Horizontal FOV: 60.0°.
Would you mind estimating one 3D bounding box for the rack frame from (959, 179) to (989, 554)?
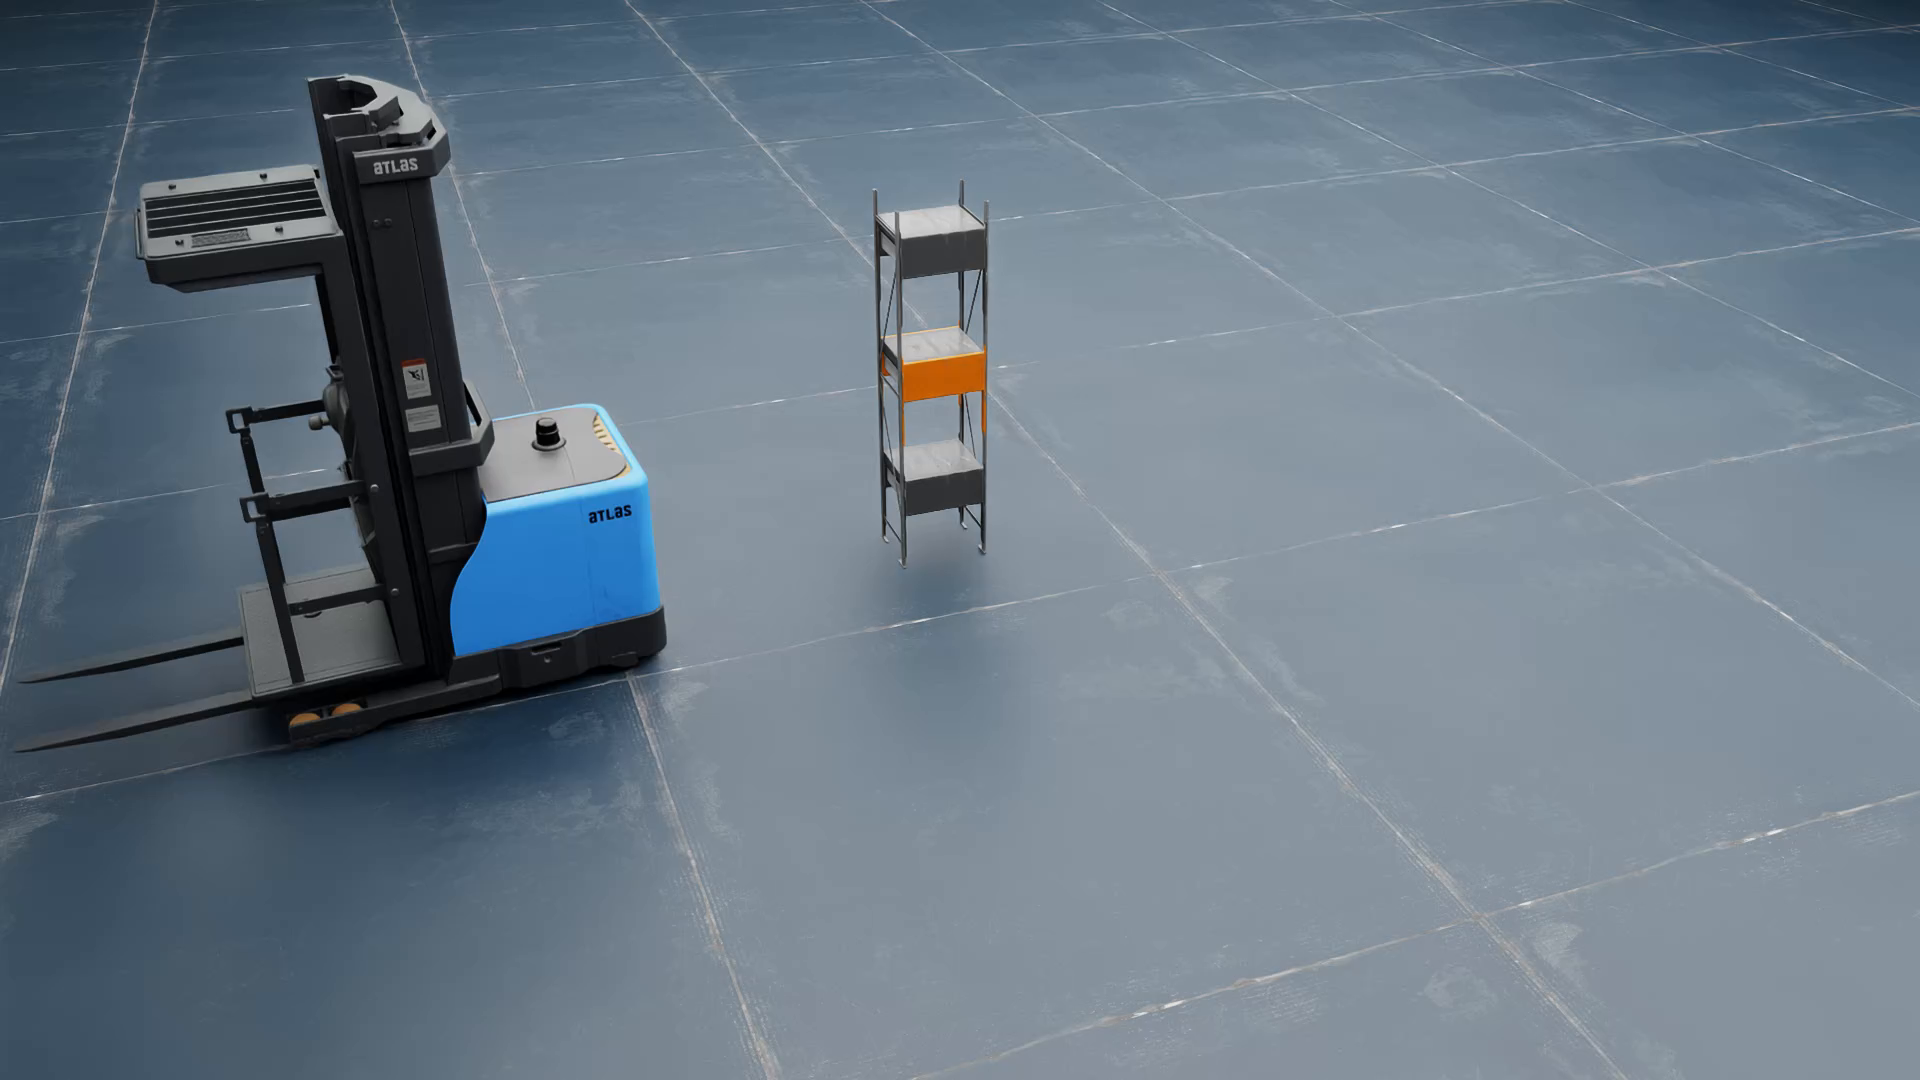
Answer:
[{"bbox_3d":[0.074,-0.926,9.254,0.015,2.100,0.400,-10,31,-18],"label":"rack frame"}]

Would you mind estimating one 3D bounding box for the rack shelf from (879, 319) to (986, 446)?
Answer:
[{"bbox_3d":[-0.155,-0.872,9.187,0.480,0.518,0.431,-10,31,-18],"label":"rack shelf"}]

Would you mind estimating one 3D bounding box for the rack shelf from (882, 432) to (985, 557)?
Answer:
[{"bbox_3d":[-0.155,-0.264,9.533,0.480,0.518,0.431,-10,31,-18],"label":"rack shelf"}]

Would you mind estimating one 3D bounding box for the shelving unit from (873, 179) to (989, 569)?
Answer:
[{"bbox_3d":[-0.155,-0.884,9.180,0.503,2.100,0.431,-10,31,-18],"label":"shelving unit"}]

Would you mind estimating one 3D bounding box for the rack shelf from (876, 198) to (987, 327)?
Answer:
[{"bbox_3d":[-0.155,-1.480,8.840,0.480,0.518,0.431,-10,31,-18],"label":"rack shelf"}]

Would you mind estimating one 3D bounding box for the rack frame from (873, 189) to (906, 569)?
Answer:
[{"bbox_3d":[-0.384,-0.842,9.106,0.015,2.100,0.400,-10,31,-18],"label":"rack frame"}]

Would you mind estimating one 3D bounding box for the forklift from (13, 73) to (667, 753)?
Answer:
[{"bbox_3d":[-3.087,-0.571,7.792,3.031,2.935,1.130,-13,32,-21],"label":"forklift"}]
